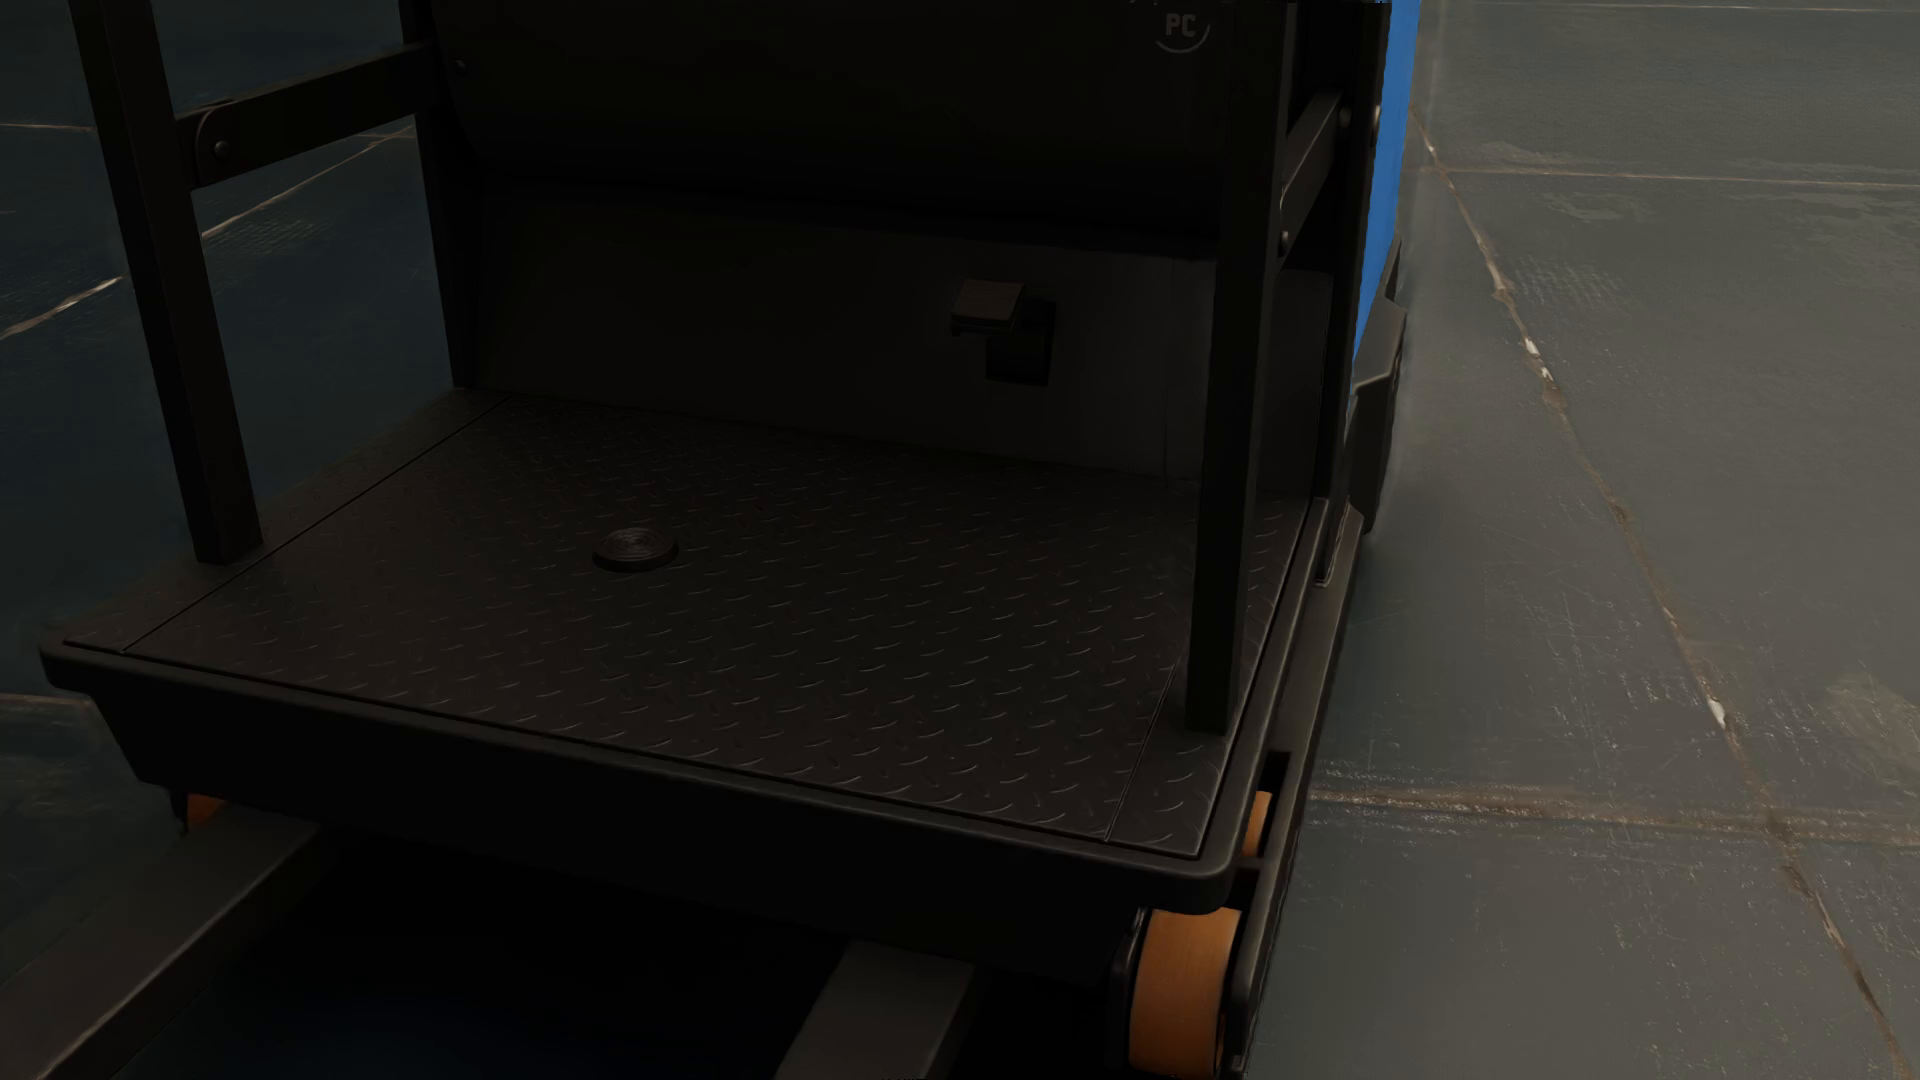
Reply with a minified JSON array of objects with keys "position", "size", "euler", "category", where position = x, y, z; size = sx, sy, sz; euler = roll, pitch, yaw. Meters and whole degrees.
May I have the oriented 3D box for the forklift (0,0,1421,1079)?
[{"position":[-0.180,-1.021,1.263],"size":[1.130,2.935,3.031],"euler":[8,28,16],"category":"forklift"}]
